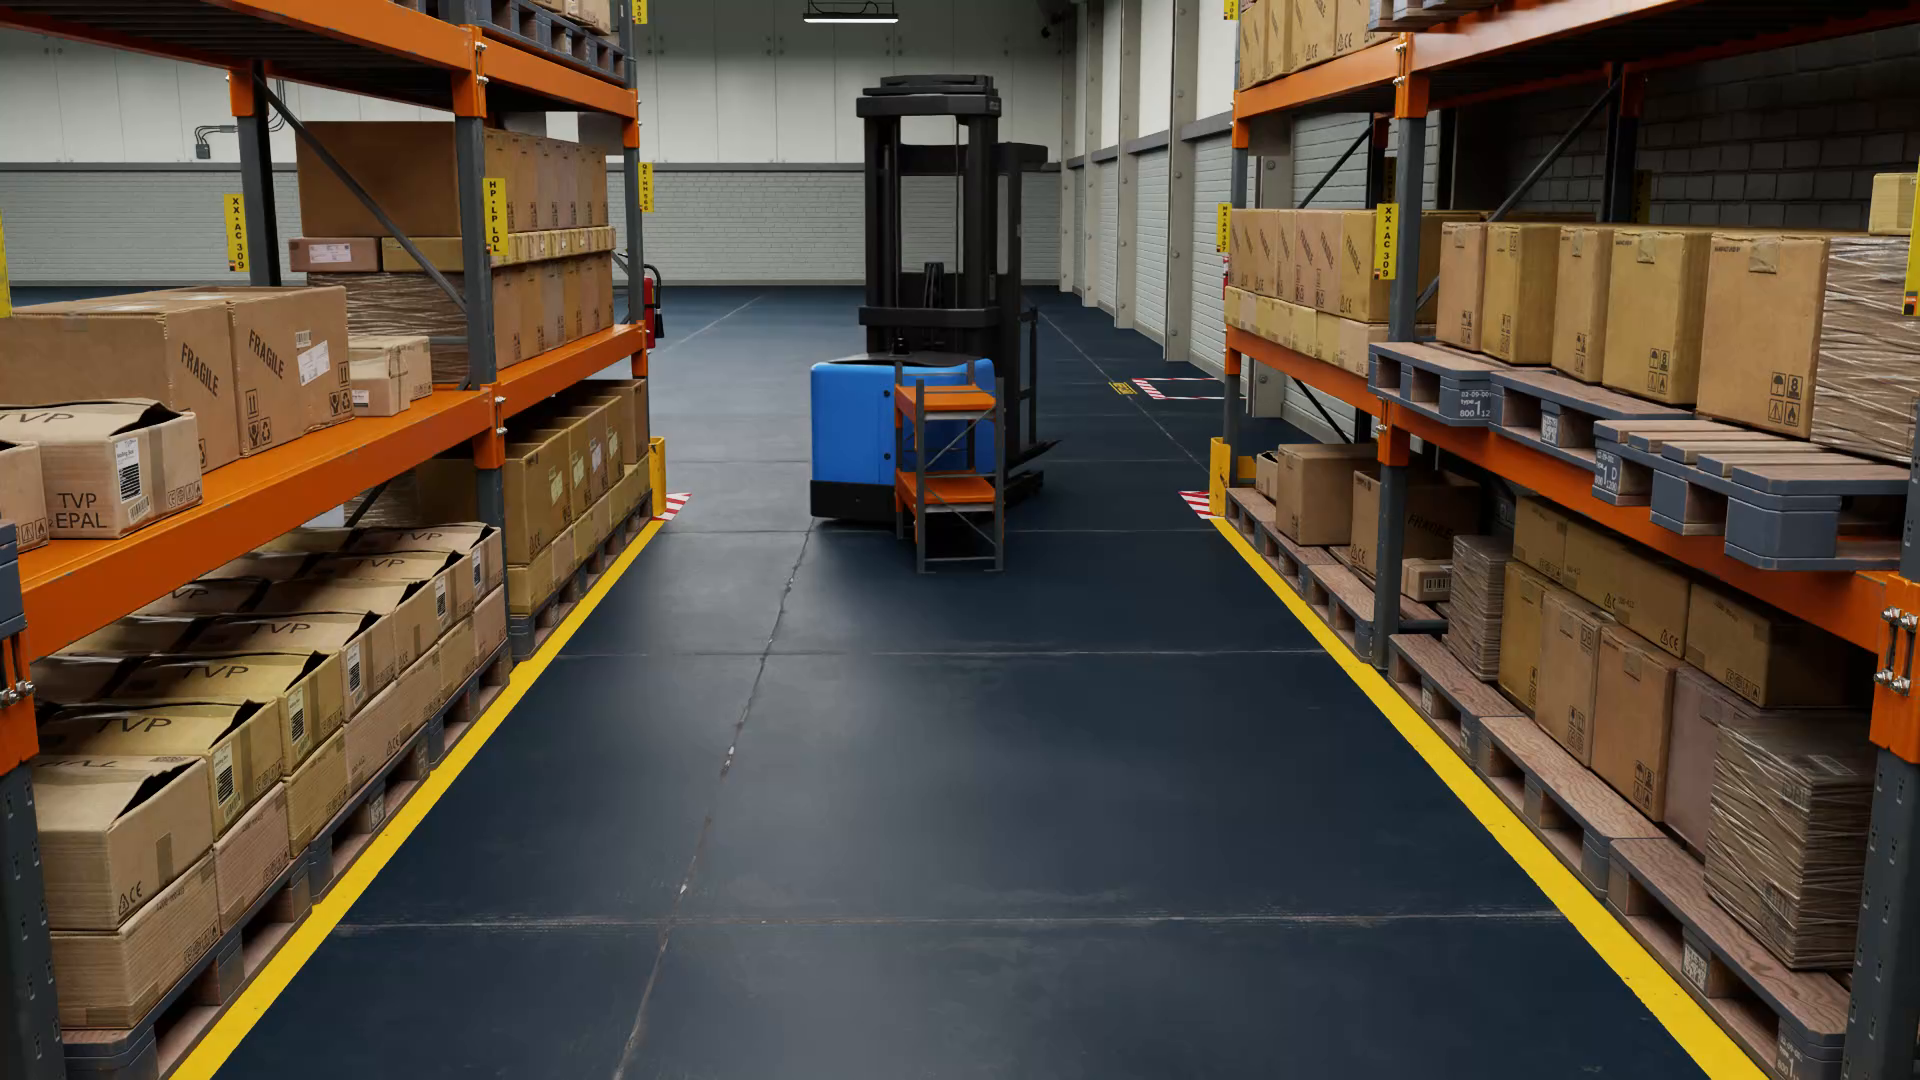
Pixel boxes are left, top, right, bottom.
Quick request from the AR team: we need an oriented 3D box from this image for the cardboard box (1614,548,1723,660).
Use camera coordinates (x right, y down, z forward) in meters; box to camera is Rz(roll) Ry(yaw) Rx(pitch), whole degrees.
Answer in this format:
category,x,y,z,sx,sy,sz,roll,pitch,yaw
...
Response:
category,x,y,z,sx,sy,sz,roll,pitch,yaw
cardboard box,2.456,0.197,5.339,0.500,0.250,0.500,0,11,-1

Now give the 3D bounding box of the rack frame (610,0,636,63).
category,x,y,z,sx,sy,sz,roll,pitch,yaw
rack frame,-2.630,-4.596,10.579,1.000,3.000,0.127,0,11,-1

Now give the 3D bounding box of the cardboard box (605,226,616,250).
category,x,y,z,sx,sy,sz,roll,pitch,yaw
cardboard box,-2.431,-1.947,10.731,0.380,0.149,0.250,0,11,-2

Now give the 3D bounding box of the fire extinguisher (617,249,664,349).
category,x,y,z,sx,sy,sz,roll,pitch,yaw
fire extinguisher,-2.168,-1.643,11.309,0.296,0.674,0.183,0,11,-1

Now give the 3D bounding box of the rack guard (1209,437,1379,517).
category,x,y,z,sx,sy,sz,roll,pitch,yaw
rack guard,2.324,-0.437,11.454,1.175,0.500,0.348,0,11,-1

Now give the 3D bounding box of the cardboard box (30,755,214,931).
category,x,y,z,sx,sy,sz,roll,pitch,yaw
cardboard box,-2.182,0.696,4.032,0.500,0.311,0.500,0,11,1

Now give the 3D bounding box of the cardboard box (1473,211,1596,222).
category,x,y,z,sx,sy,sz,roll,pitch,yaw
cardboard box,2.605,-1.280,7.763,0.500,0.500,0.500,-1,11,-2

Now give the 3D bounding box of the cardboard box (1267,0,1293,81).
category,x,y,z,sx,sy,sz,roll,pitch,yaw
cardboard box,2.070,-2.928,9.601,0.500,0.500,0.500,0,11,1

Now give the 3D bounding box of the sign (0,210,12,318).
category,x,y,z,sx,sy,sz,roll,pitch,yaw
sign,-1.922,-0.598,3.250,0.100,0.325,0.005,0,11,-1

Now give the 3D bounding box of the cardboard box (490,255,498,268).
category,x,y,z,sx,sy,sz,roll,pitch,yaw
cardboard box,-2.364,-1.332,7.695,0.380,0.149,0.250,0,11,0

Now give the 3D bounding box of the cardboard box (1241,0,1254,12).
category,x,y,z,sx,sy,sz,roll,pitch,yaw
cardboard box,2.088,-3.618,10.488,0.500,0.500,0.500,-1,12,-5

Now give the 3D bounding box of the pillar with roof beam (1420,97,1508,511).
category,x,y,z,sx,sy,sz,roll,pitch,yaw
pillar with roof beam,-1.102,-4.464,9.928,9.100,9.000,0.400,0,11,-1

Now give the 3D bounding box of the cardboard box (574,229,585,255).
category,x,y,z,sx,sy,sz,roll,pitch,yaw
cardboard box,-2.410,-1.742,9.720,0.380,0.149,0.250,0,11,1

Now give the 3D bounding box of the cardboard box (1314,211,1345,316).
category,x,y,z,sx,sy,sz,roll,pitch,yaw
cardboard box,2.071,-1.377,8.245,0.500,0.500,0.500,0,11,-1

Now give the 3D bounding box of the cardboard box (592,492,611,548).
category,x,y,z,sx,sy,sz,roll,pitch,yaw
cardboard box,-2.280,-0.110,9.418,0.500,0.250,0.500,0,11,-1

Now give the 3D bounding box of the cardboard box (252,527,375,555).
category,x,y,z,sx,sy,sz,roll,pitch,yaw
cardboard box,-2.788,0.090,7.022,0.500,0.311,0.500,0,11,-1

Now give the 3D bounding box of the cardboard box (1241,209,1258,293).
category,x,y,z,sx,sy,sz,roll,pitch,yaw
cardboard box,2.032,-1.786,10.260,0.500,0.500,0.500,0,11,-1

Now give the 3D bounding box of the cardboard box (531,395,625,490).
category,x,y,z,sx,sy,sz,roll,pitch,yaw
cardboard box,-2.286,-0.577,9.834,0.500,0.500,0.500,0,11,-1

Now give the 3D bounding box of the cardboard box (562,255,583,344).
category,x,y,z,sx,sy,sz,roll,pitch,yaw
cardboard box,-2.613,-1.409,9.707,0.700,0.500,0.500,0,11,-1

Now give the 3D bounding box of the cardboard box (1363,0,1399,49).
category,x,y,z,sx,sy,sz,roll,pitch,yaw
cardboard box,2.148,-2.510,7.542,0.500,0.500,0.500,0,11,0

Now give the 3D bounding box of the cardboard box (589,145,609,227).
category,x,y,z,sx,sy,sz,roll,pitch,yaw
cardboard box,-2.632,-2.237,10.527,0.700,0.500,0.500,0,11,-1

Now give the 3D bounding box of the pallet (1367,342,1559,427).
category,x,y,z,sx,sy,sz,roll,pitch,yaw
pallet,2.276,-0.635,6.628,1.003,0.211,1.213,0,11,-1

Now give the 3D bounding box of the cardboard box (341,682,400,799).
category,x,y,z,sx,sy,sz,roll,pitch,yaw
cardboard box,-2.220,0.666,5.592,0.500,0.250,0.500,0,11,0

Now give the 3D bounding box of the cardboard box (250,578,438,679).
category,x,y,z,sx,sy,sz,roll,pitch,yaw
cardboard box,-2.227,0.288,6.043,0.500,0.311,0.500,0,11,-1

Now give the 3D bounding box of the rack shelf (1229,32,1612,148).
category,x,y,z,sx,sy,sz,roll,pitch,yaw
rack shelf,2.364,-2.397,9.093,1.077,0.370,4.000,0,11,-1

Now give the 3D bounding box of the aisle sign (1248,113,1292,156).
category,x,y,z,sx,sy,sz,roll,pitch,yaw
aisle sign,2.021,-2.964,11.086,0.394,0.787,0.004,0,11,-1

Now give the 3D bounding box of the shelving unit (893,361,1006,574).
category,x,y,z,sx,sy,sz,roll,pitch,yaw
shelving unit,-0.078,-0.465,10.020,0.538,1.125,1.048,-2,12,-9

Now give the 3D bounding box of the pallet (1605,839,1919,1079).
category,x,y,z,sx,sy,sz,roll,pitch,yaw
pallet,2.473,1.125,4.484,1.003,0.211,1.213,0,11,-1

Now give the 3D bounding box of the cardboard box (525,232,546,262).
category,x,y,z,sx,sy,sz,roll,pitch,yaw
cardboard box,-2.390,-1.538,8.712,0.380,0.149,0.250,-1,11,-3

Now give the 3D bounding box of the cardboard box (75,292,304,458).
category,x,y,z,sx,sy,sz,roll,pitch,yaw
cardboard box,-2.526,-0.553,5.487,0.500,0.500,0.500,0,11,-1

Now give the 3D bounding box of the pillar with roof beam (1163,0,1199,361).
category,x,y,z,sx,sy,sz,roll,pitch,yaw
pillar with roof beam,-1.350,-6.849,21.686,9.100,9.000,0.400,0,11,-1

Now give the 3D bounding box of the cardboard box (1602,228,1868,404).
category,x,y,z,sx,sy,sz,roll,pitch,yaw
cardboard box,2.420,-0.692,5.068,0.700,0.500,0.500,0,11,-1

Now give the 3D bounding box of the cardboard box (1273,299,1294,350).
category,x,y,z,sx,sy,sz,roll,pitch,yaw
cardboard box,2.053,-1.210,9.305,0.500,0.250,0.500,0,11,-1

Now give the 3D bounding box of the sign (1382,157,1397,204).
category,x,y,z,sx,sy,sz,roll,pitch,yaw
sign,2.878,-2.397,11.125,0.100,0.325,0.005,0,11,-1

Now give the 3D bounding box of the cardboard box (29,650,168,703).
category,x,y,z,sx,sy,sz,roll,pitch,yaw
cardboard box,-2.746,0.495,5.025,0.500,0.311,0.500,0,11,-2

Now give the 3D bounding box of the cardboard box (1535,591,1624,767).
category,x,y,z,sx,sy,sz,roll,pitch,yaw
cardboard box,2.468,0.478,5.838,0.700,0.500,0.500,0,11,-1

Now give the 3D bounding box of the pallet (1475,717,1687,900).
category,x,y,z,sx,sy,sz,roll,pitch,yaw
pallet,2.451,0.883,5.676,1.003,0.211,1.213,0,11,-1

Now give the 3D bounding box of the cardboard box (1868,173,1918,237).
category,x,y,z,sx,sy,sz,roll,pitch,yaw
cardboard box,2.430,-0.801,3.975,0.380,0.149,0.250,-2,12,-11

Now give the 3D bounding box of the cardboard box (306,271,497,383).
category,x,y,z,sx,sy,sz,roll,pitch,yaw
cardboard box,-2.563,-0.998,7.681,0.700,0.500,0.500,-1,11,-3

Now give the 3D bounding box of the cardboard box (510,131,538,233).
category,x,y,z,sx,sy,sz,roll,pitch,yaw
cardboard box,-2.584,-1.833,8.538,0.700,0.500,0.500,0,11,-1

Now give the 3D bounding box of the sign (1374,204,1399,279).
category,x,y,z,sx,sy,sz,roll,pitch,yaw
sign,1.863,-1.302,7.256,0.100,0.325,0.005,0,11,-1

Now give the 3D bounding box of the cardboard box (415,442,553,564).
category,x,y,z,sx,sy,sz,roll,pitch,yaw
cardboard box,-2.244,-0.180,7.874,0.500,0.500,0.500,0,11,-1

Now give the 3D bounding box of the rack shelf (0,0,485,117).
category,x,y,z,sx,sy,sz,roll,pitch,yaw
rack shelf,-2.506,-1.580,5.070,1.077,0.370,4.000,0,11,-1

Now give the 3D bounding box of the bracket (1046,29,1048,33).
category,x,y,z,sx,sy,sz,roll,pitch,yaw
bracket,2.182,-12.644,41.195,0.076,0.066,3.189,0,11,-1

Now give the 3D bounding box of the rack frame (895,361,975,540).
category,x,y,z,sx,sy,sz,roll,pitch,yaw
rack frame,-0.157,-0.564,10.512,0.500,1.125,0.032,-2,12,-9

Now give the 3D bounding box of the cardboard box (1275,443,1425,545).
category,x,y,z,sx,sy,sz,roll,pitch,yaw
cardboard box,2.224,-0.270,9.526,0.700,0.500,0.500,-1,12,-5

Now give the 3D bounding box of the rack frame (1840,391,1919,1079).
category,x,y,z,sx,sy,sz,roll,pitch,yaw
rack frame,2.485,-0.086,3.441,0.949,2.616,0.053,0,11,-1

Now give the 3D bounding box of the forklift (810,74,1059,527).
category,x,y,z,sx,sy,sz,roll,pitch,yaw
forklift,-0.021,-1.772,11.920,1.130,2.935,3.031,4,12,19

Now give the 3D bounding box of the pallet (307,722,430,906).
category,x,y,z,sx,sy,sz,roll,pitch,yaw
pallet,-2.465,0.895,5.614,1.003,0.211,1.213,0,11,-1

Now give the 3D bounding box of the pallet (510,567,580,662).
category,x,y,z,sx,sy,sz,roll,pitch,yaw
pallet,-2.522,0.348,8.314,1.003,0.211,1.213,0,11,-1
